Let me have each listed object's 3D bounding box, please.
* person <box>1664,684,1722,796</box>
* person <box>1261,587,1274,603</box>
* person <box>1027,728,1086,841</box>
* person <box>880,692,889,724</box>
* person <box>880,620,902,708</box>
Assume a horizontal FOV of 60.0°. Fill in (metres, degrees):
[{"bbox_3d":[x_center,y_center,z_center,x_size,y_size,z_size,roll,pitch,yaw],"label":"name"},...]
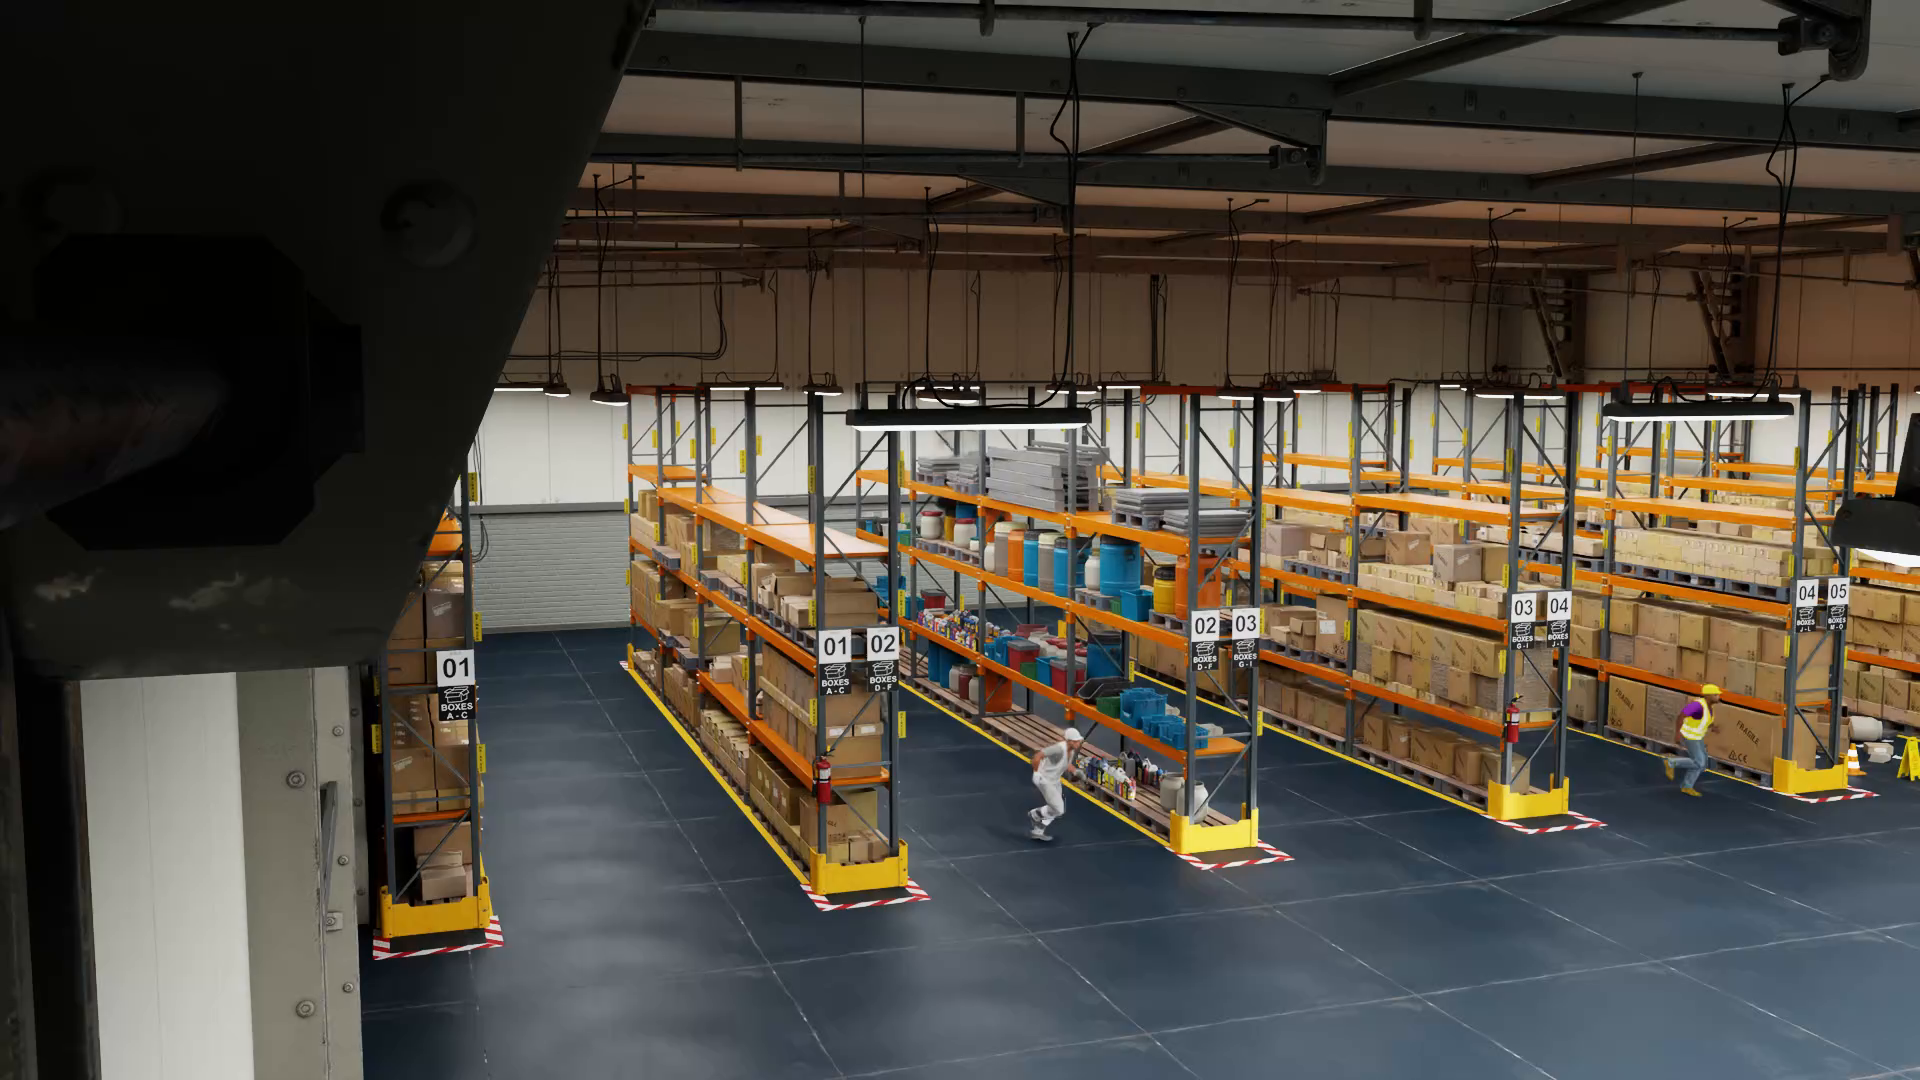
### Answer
[{"bbox_3d":[10.917,2.957,24.752,0.773,1.689,0.693,5,8,39],"label":"person"},{"bbox_3d":[7.796,1.167,42.157,0.523,1.616,0.829,5,8,39],"label":"person"},{"bbox_3d":[1.256,3.264,22.132,0.828,1.590,0.693,4,7,33],"label":"person"},{"bbox_3d":[-1.442,2.482,29.984,0.648,1.627,1.037,-3,7,-27],"label":"person"},{"bbox_3d":[-1.381,2.326,30.681,0.645,1.691,0.608,-1,6,-11],"label":"person"}]
